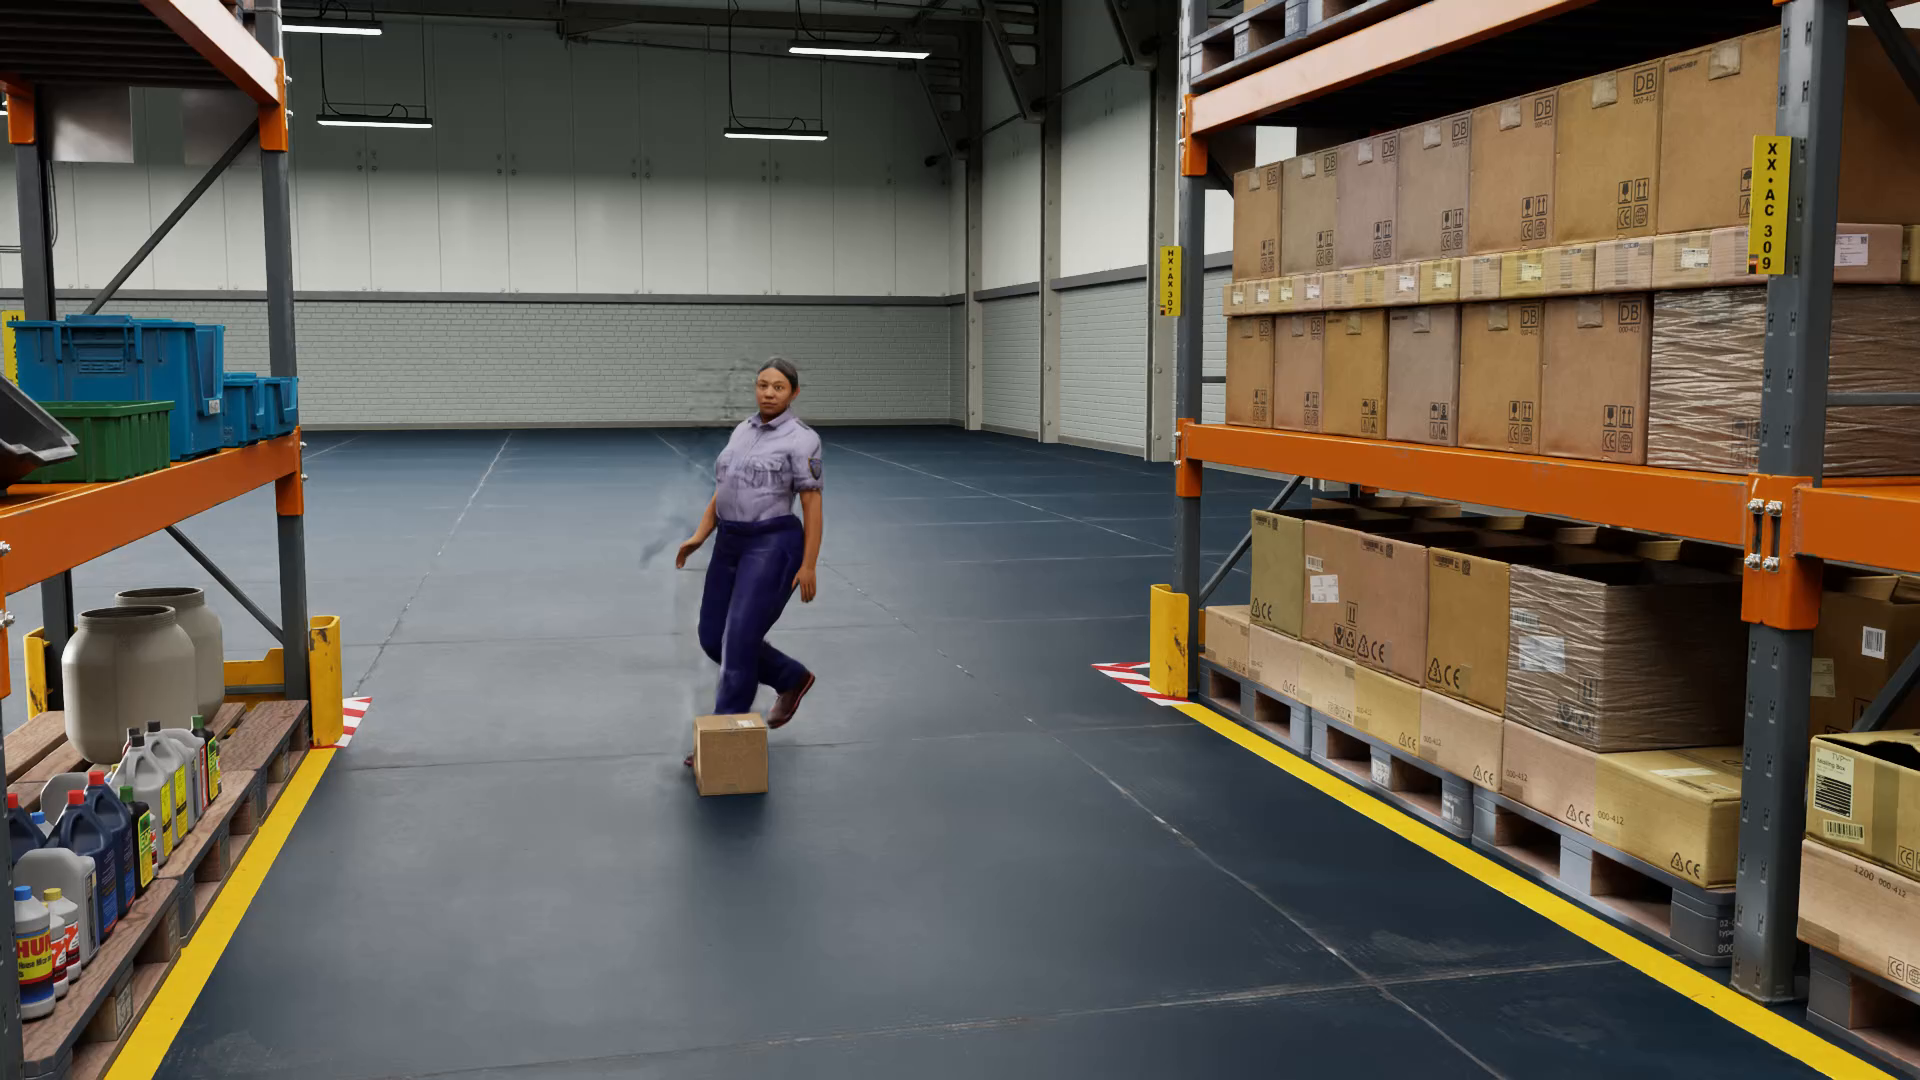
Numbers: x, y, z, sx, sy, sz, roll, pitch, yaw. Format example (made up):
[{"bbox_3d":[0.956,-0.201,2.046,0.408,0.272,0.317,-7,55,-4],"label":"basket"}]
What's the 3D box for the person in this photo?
[{"bbox_3d":[-0.864,0.062,6.740,0.550,1.601,0.800,5,8,41],"label":"person"}]
